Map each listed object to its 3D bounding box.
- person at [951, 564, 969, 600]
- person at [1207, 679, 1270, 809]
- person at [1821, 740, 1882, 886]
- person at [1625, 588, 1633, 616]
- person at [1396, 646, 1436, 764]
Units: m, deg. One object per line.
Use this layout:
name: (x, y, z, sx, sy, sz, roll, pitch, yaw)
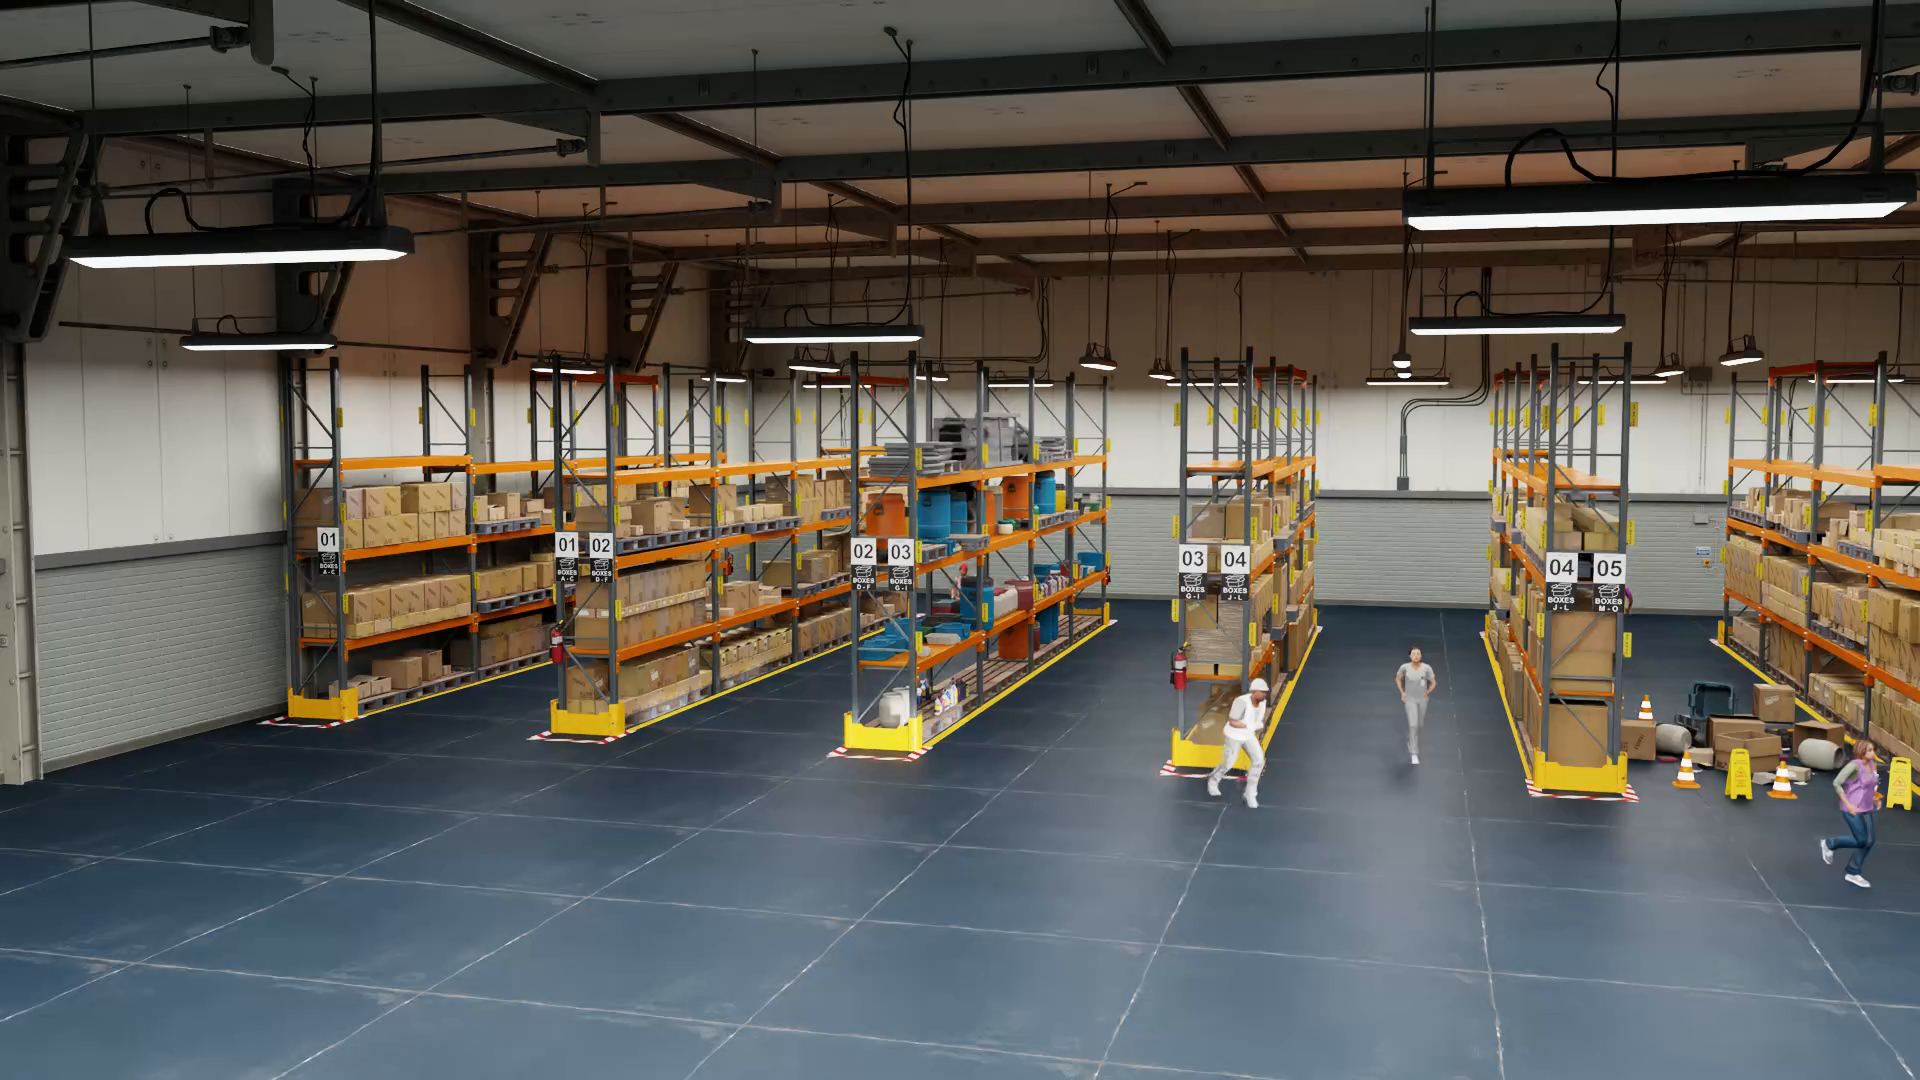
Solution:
person: (0.096, 1.407, 37.087, 0.651, 1.747, 0.692, 1, 4, 16)
person: (3.617, 2.608, 21.550, 0.715, 1.721, 1.009, -3, 5, -38)
person: (9.633, 2.917, 17.984, 0.536, 1.565, 0.553, -2, 5, -31)
person: (13.724, 1.568, 34.958, 0.726, 1.753, 0.975, 1, 4, 14)
person: (6.660, 2.368, 24.296, 0.562, 1.672, 0.895, 0, 4, 6)
